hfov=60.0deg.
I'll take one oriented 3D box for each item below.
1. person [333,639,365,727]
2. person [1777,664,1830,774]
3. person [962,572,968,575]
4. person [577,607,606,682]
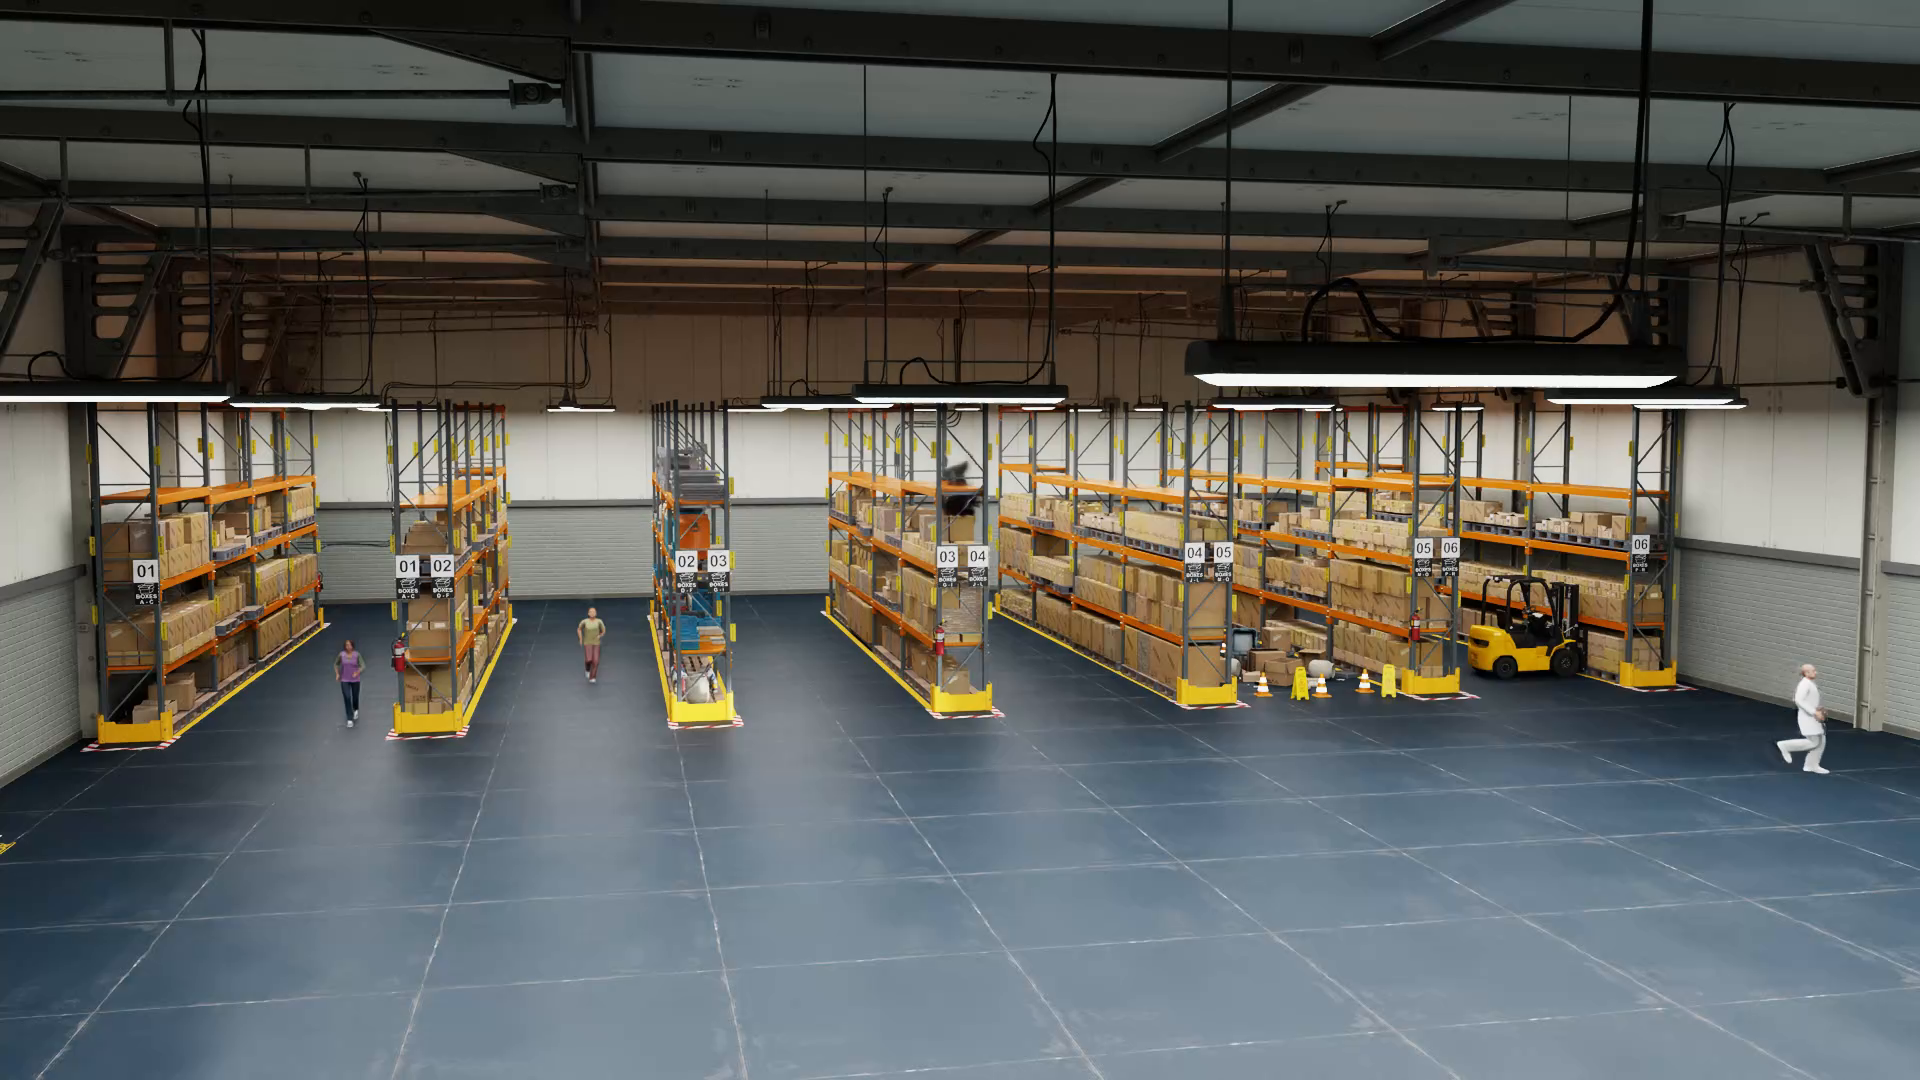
[{"bbox_3d":[-11.257,2.614,30.666,0.553,1.594,0.767,-2,5,-19],"label":"person"},{"bbox_3d":[13.545,2.853,26.644,0.756,1.743,0.711,3,5,34],"label":"person"},{"bbox_3d":[0.267,1.379,46.654,0.584,1.689,0.878,-1,5,-17],"label":"person"},{"bbox_3d":[-7.835,2.236,35.454,0.580,1.624,0.533,-1,5,-19],"label":"person"}]
